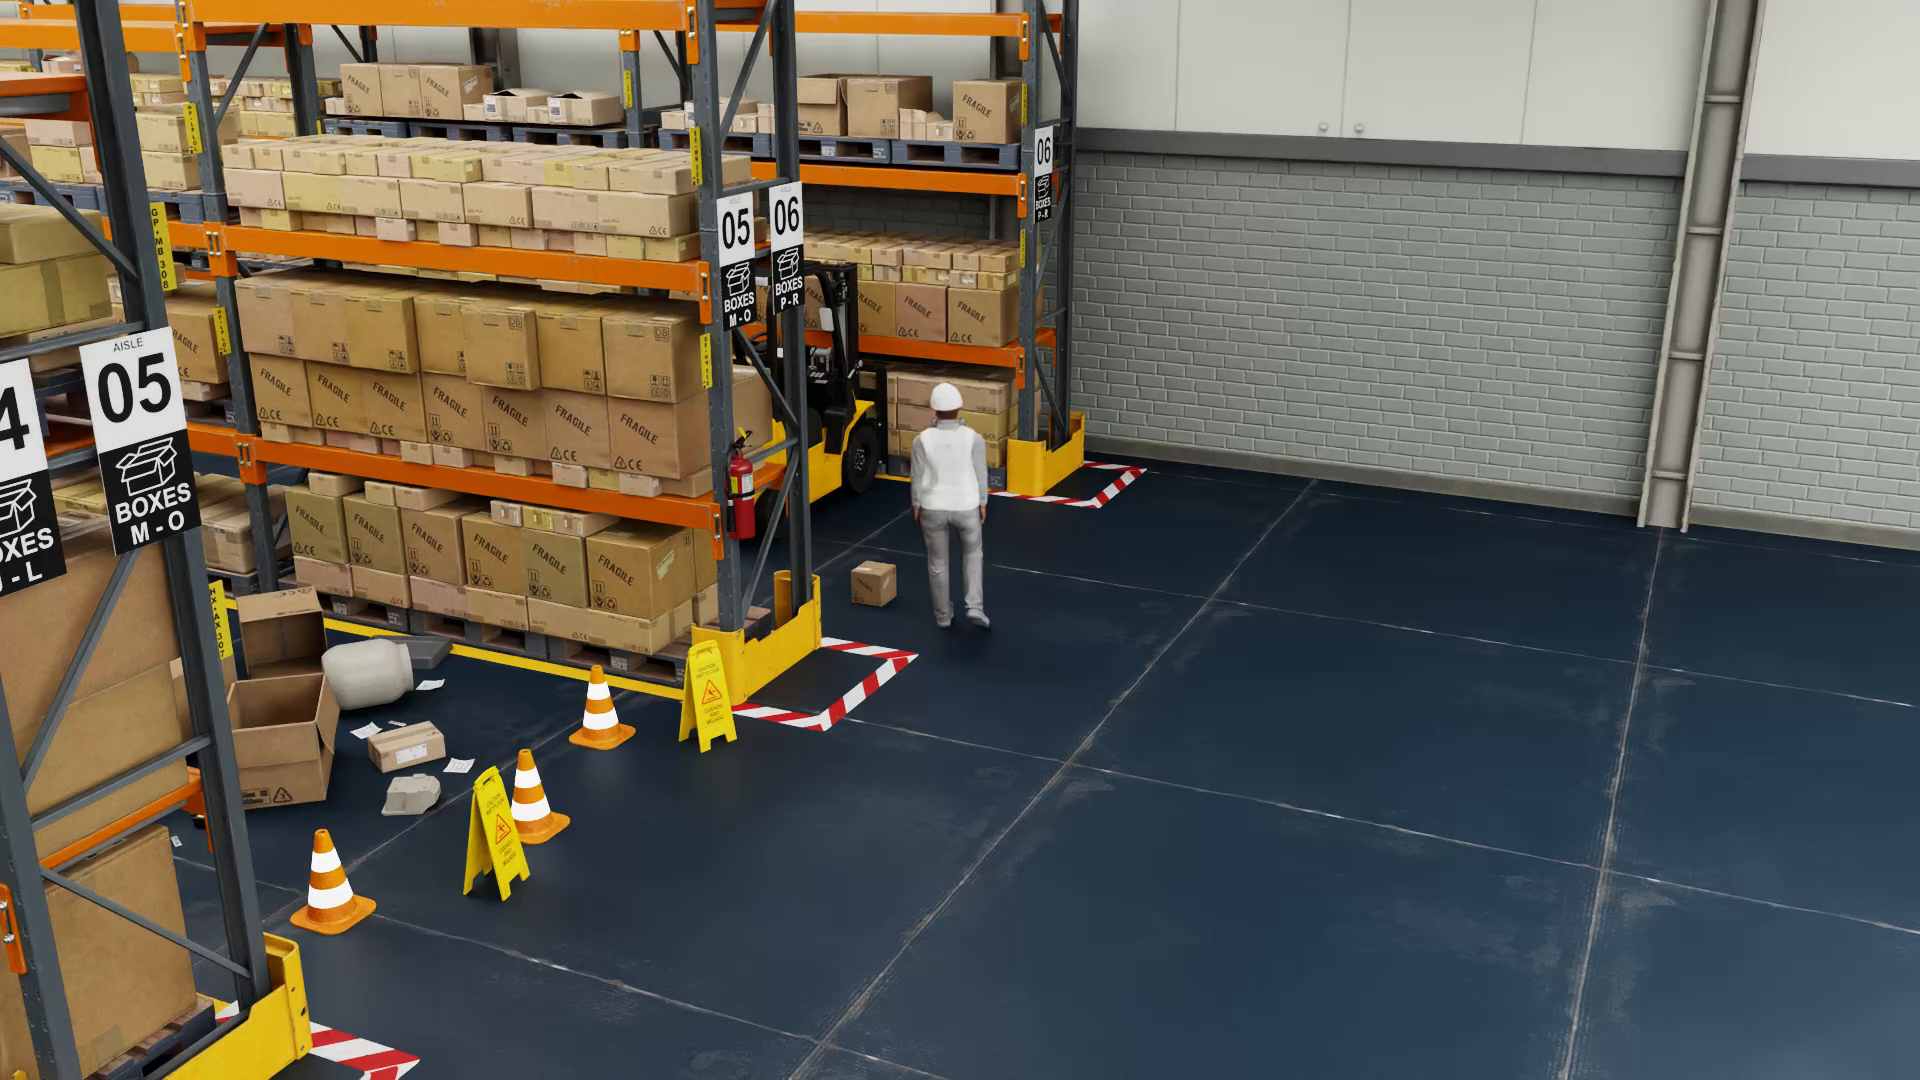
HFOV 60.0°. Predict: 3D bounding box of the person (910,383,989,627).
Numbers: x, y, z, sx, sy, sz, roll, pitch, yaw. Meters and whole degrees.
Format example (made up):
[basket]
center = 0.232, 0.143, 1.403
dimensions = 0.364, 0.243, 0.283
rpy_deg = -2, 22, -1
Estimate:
[person]
center = -0.072, -0.227, 11.714
dimensions = 0.558, 1.812, 0.425
rpy_deg = 0, 19, -1
